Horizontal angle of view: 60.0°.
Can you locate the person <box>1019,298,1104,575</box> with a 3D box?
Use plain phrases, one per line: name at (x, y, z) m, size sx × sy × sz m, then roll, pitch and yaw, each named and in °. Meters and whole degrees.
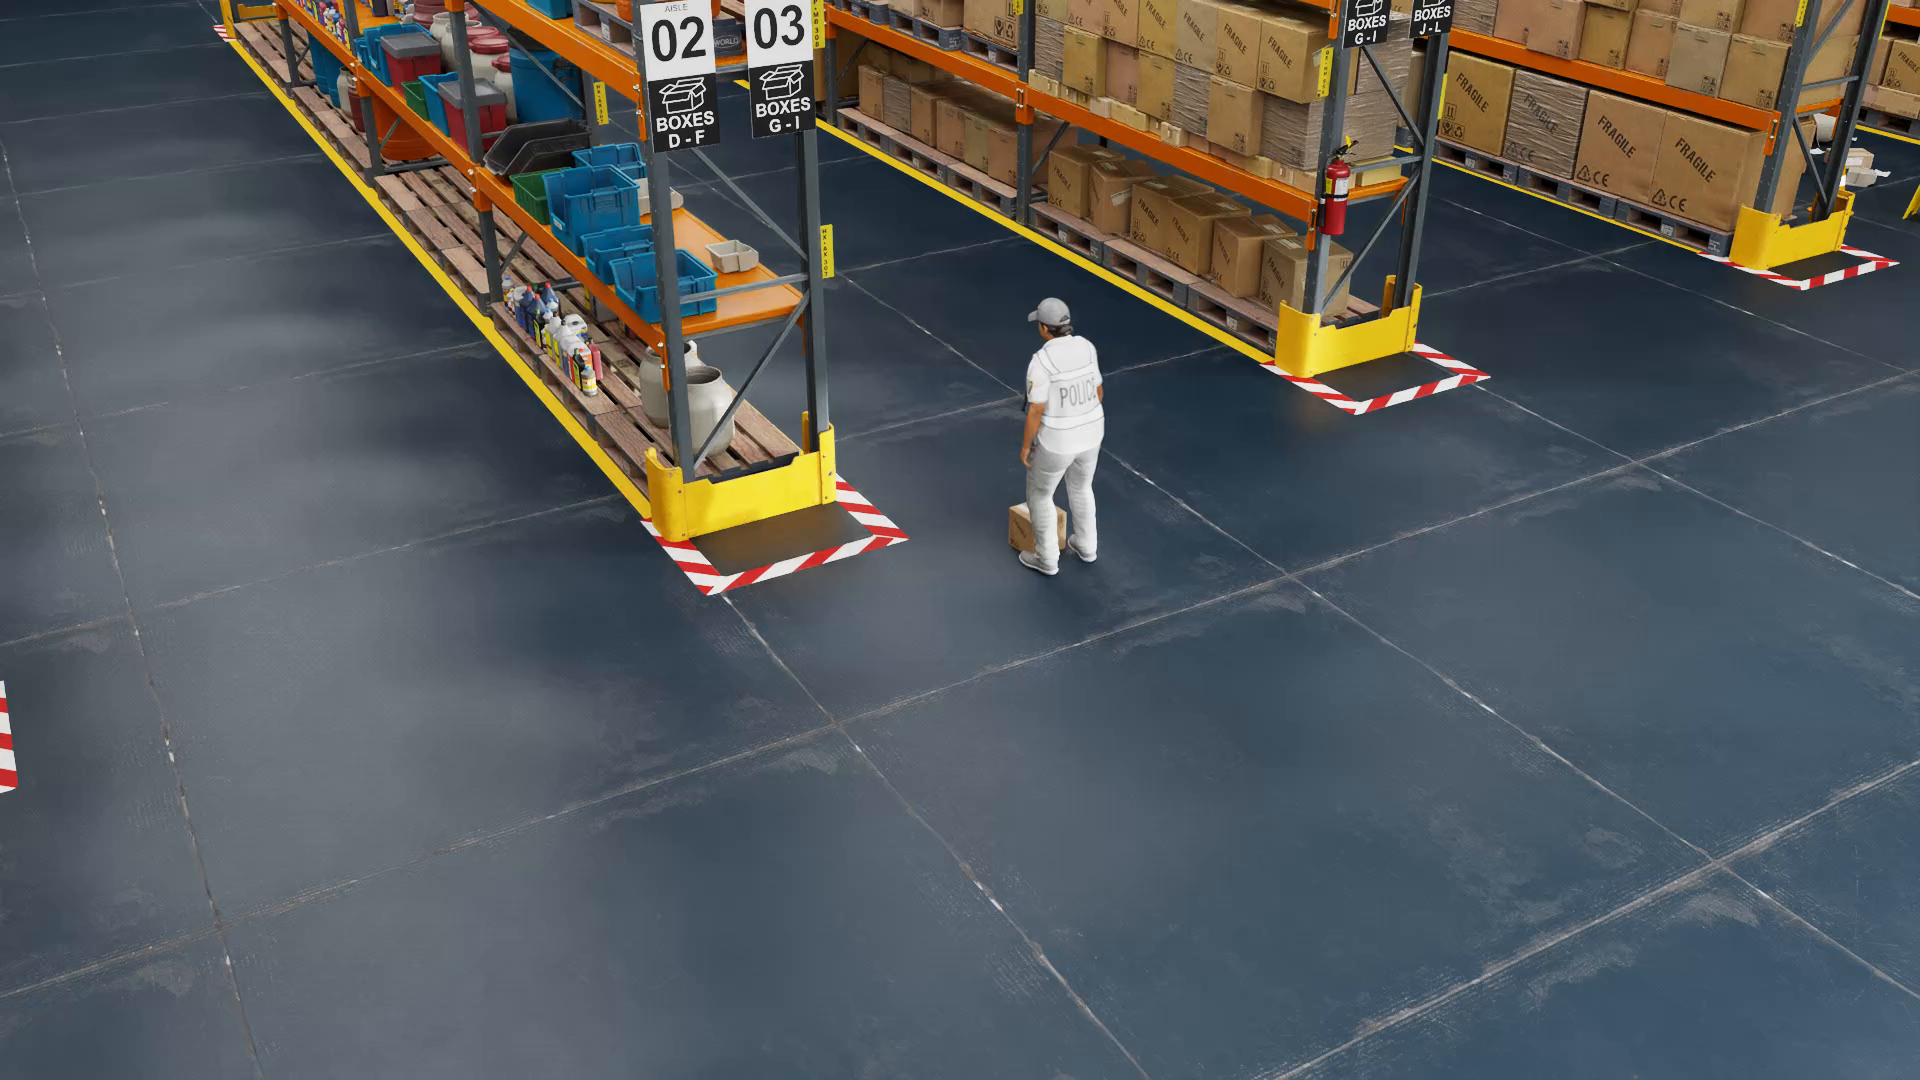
person at (0.584, -0.599, 9.621) m, size 0.563 × 1.666 × 0.469 m, roll -18°, pitch 34°, yaw -29°
